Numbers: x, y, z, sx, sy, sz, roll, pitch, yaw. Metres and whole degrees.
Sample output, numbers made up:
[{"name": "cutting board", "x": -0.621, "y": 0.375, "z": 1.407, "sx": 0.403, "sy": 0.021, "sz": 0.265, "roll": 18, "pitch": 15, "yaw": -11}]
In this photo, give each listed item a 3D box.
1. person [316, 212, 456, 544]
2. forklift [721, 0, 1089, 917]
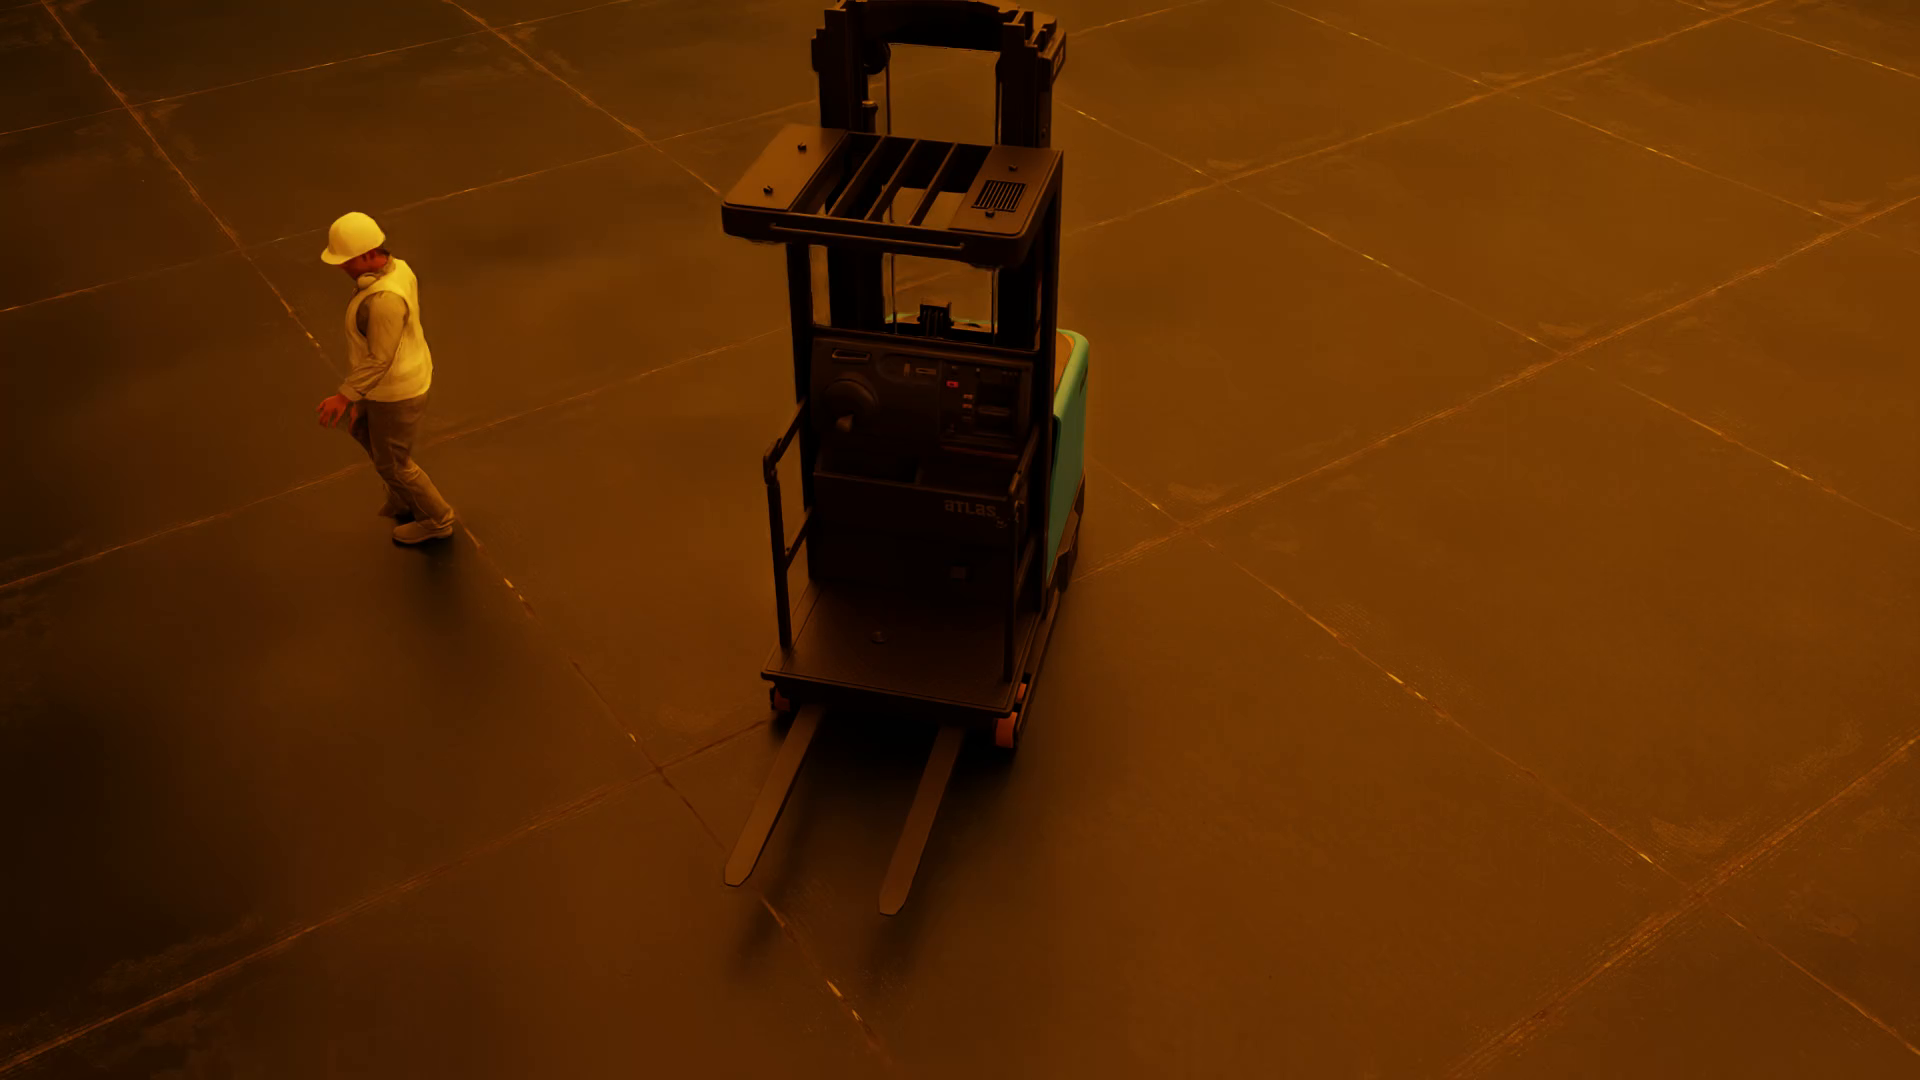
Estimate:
[{"name": "person", "x": -2.773, "y": -0.735, "z": 7.971, "sx": 0.495, "sy": 1.791, "sz": 0.889, "roll": -5, "pitch": 37, "yaw": -7}, {"name": "forklift", "x": -0.212, "y": -0.529, "z": 6.660, "sx": 1.130, "sy": 2.935, "sz": 3.031, "roll": 8, "pitch": 37, "yaw": 11}]
